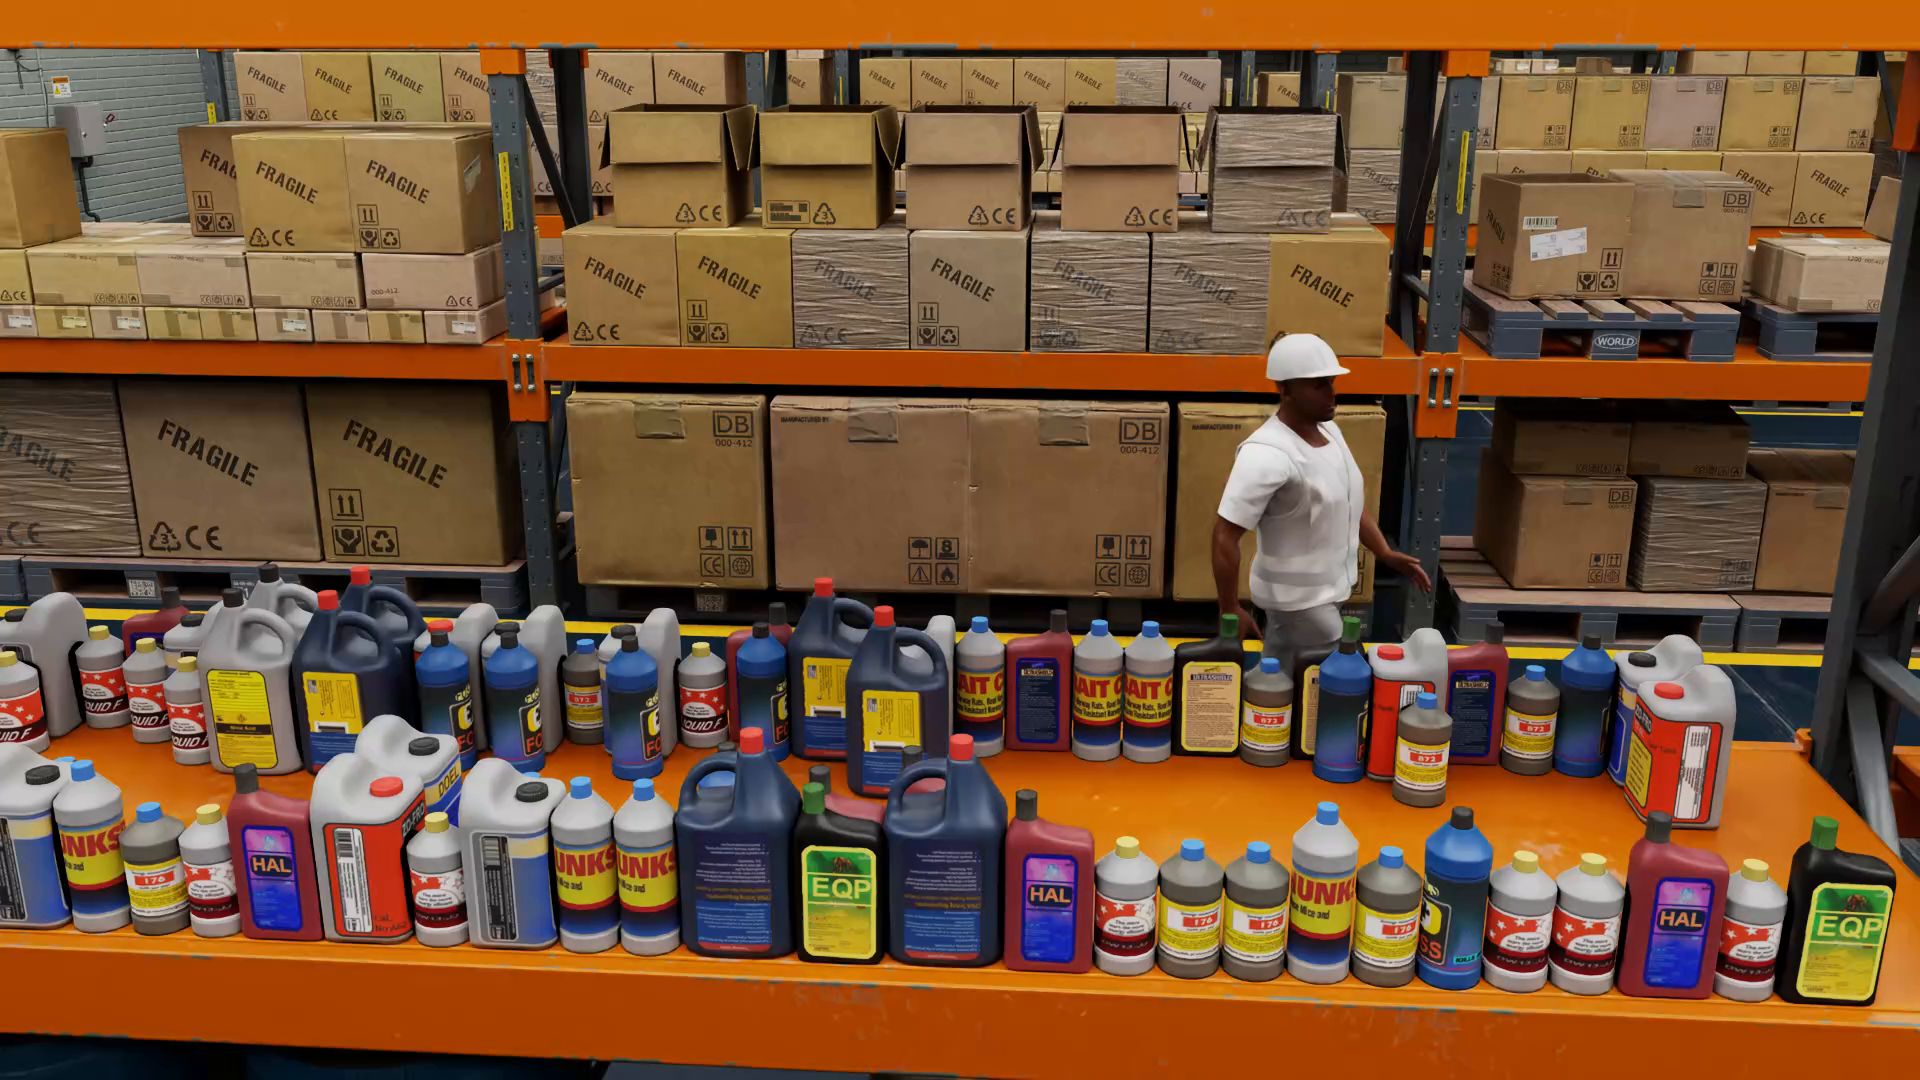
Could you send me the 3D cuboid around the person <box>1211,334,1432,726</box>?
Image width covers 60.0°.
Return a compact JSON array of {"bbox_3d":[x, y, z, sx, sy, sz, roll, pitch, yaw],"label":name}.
[{"bbox_3d":[1.219,0.173,5.519,1.060,1.711,0.624,10,20,29],"label":"person"}]
